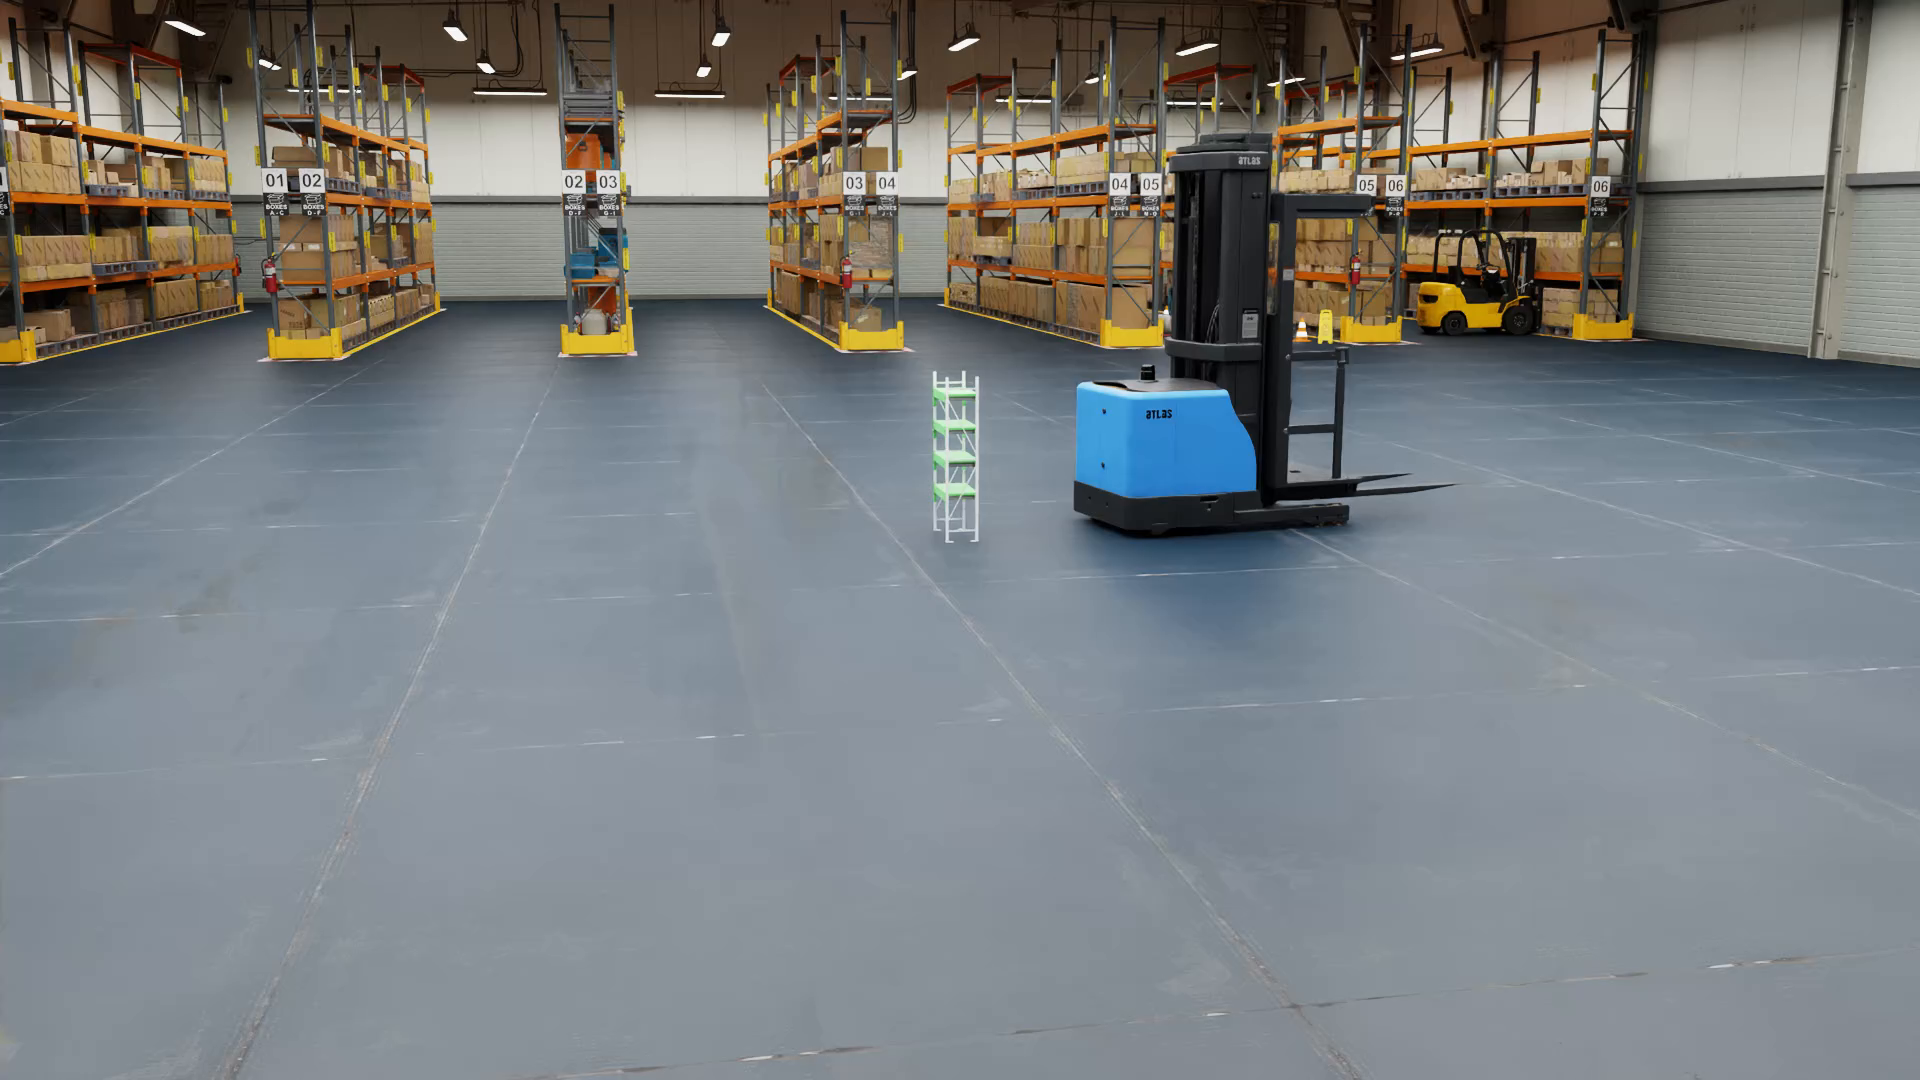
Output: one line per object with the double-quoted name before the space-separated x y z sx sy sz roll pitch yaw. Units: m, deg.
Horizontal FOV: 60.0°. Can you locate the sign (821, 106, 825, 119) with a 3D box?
"sign" -3.431 -10.674 41.500 0.100 0.325 0.005 -2 11 -11

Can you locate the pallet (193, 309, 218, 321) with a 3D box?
"pallet" -18.609 -5.439 40.210 1.003 0.211 1.213 -2 11 -11

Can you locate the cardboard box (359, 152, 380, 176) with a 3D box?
"cardboard box" -12.980 -8.208 36.336 0.500 0.500 0.500 -2 11 -11

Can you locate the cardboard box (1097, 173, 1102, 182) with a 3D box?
"cardboard box" 2.812 -6.869 31.521 0.380 0.149 0.250 -2 11 -11

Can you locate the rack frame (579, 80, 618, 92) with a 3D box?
"rack frame" -9.598 -10.708 44.388 1.000 3.000 0.127 -2 11 -11

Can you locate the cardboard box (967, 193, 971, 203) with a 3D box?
"cardboard box" 0.478 -8.941 43.529 0.500 0.250 0.500 -2 11 -11

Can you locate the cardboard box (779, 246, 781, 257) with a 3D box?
"cardboard box" -4.408 -7.446 42.901 0.500 0.250 0.500 -2 11 -9

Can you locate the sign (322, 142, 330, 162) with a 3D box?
"sign" -10.800 -6.608 28.319 0.100 0.325 0.005 -2 11 -11

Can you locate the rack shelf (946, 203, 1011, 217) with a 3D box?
"rack shelf" 0.535 -8.856 44.605 1.077 0.370 4.000 -2 11 -11

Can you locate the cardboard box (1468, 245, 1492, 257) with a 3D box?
"cardboard box" 11.837 -6.534 37.569 0.500 0.250 0.500 -2 11 -12

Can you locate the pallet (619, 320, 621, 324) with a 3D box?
"pallet" -7.695 -4.557 35.574 1.003 0.211 1.213 -2 11 -11

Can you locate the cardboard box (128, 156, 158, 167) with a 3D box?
"cardboard box" -18.373 -8.507 37.399 0.500 0.250 0.500 -2 11 -13

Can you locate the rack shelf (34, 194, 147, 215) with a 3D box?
"rack shelf" -17.371 -6.687 33.207 1.077 0.370 4.000 -2 11 -11

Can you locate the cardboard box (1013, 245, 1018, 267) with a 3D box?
"cardboard box" 1.524 -6.592 38.543 0.500 0.500 0.500 -2 11 -10

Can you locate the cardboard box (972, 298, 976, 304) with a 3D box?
"cardboard box" 0.513 -6.235 43.431 0.380 0.149 0.250 -2 11 -10

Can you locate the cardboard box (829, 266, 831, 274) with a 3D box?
"cardboard box" -2.391 -5.338 32.891 0.380 0.149 0.250 -2 11 -11

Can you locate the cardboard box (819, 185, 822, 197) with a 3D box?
"cardboard box" -2.569 -7.048 33.583 0.500 0.250 0.500 -3 11 -13

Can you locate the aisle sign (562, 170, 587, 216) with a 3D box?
"aisle sign" -6.763 -6.079 29.162 0.394 0.787 0.004 -2 11 -11

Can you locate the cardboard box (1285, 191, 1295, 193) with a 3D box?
"cardboard box" 7.129 -7.334 35.358 0.380 0.149 0.250 -2 11 -11

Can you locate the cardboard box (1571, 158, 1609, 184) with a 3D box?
"cardboard box" 12.636 -7.398 33.365 0.500 0.500 0.500 -2 11 -9

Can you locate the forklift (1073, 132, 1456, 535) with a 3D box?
"forklift" 2.461 -1.626 12.903 3.031 2.935 1.130 -4 12 -21

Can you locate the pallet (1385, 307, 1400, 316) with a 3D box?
"pallet" 11.298 -5.784 42.019 1.003 0.211 1.213 -2 11 -11

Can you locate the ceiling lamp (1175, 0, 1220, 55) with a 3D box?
"ceiling lamp" 5.199 -11.811 34.572 0.800 3.185 2.000 -2 11 -11

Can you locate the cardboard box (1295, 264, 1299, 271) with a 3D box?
"cardboard box" 7.258 -5.769 35.156 0.380 0.149 0.250 -2 11 -9

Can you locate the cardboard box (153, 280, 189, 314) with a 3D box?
"cardboard box" -18.108 -5.540 37.906 0.750 0.750 0.750 -2 11 -9

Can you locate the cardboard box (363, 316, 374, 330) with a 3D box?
"cardboard box" -11.959 -4.319 33.097 0.500 0.250 0.500 -2 11 -12

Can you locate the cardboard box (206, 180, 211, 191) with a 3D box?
"cardboard box" -18.605 -8.646 40.590 0.500 0.250 0.500 -2 11 -13

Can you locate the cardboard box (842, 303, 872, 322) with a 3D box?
"cardboard box" -2.050 -4.428 33.000 0.500 0.500 0.500 -3 11 -16

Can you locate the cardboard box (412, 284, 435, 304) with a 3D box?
"cardboard box" -14.110 -6.479 43.722 0.500 0.500 0.500 -2 11 -11

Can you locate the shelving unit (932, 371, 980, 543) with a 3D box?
"shelving unit" -0.032 -0.620 12.244 0.258 1.200 0.503 -2 11 -11

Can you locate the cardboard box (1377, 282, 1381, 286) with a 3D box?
"cardboard box" 10.914 -6.588 42.616 0.380 0.149 0.250 -2 11 -12

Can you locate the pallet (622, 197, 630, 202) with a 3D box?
"pallet" -8.571 -8.268 40.095 1.213 0.211 1.003 -2 11 -11

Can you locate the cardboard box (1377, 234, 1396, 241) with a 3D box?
"cardboard box" 10.907 -7.565 42.521 0.797 0.503 0.637 -2 11 -12

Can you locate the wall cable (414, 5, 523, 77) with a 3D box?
"wall cable" -14.376 -14.799 48.515 3.097 2.526 0.112 -2 11 -11

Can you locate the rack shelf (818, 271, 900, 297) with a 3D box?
"rack shelf" -2.016 -5.020 32.472 1.077 0.370 4.000 -2 11 -11

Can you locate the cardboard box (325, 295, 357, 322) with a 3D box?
"cardboard box" -11.632 -4.344 31.220 0.500 0.500 0.500 -2 11 -11

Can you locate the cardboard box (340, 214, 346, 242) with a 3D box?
"cardboard box" -11.834 -5.801 30.917 0.700 0.500 0.500 -2 11 -11

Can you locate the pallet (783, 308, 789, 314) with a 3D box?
"pallet" -4.032 -5.980 43.049 1.003 0.211 1.213 -2 11 -11

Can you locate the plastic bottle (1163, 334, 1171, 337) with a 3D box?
"plastic bottle" 4.226 -4.180 33.994 0.283 0.061 0.133 -6 13 -31

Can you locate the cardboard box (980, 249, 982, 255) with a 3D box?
"cardboard box" 0.701 -7.220 41.658 0.380 0.149 0.250 -2 11 -10

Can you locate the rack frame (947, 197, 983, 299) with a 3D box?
"rack frame" 0.146 -8.103 46.746 1.000 3.000 0.127 -2 11 -11

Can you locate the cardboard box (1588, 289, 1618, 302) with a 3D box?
"cardboard box" 13.054 -4.990 33.947 0.500 0.250 0.500 -2 11 -12

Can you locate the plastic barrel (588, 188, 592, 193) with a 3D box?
"plastic barrel" -7.576 -7.365 33.507 0.600 0.901 0.708 -2 11 -11

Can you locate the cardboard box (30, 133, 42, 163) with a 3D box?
"cardboard box" -16.199 -6.757 28.656 0.500 0.500 0.500 -2 11 -9

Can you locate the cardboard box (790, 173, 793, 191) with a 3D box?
"cardboard box" -3.839 -8.830 41.155 0.700 0.500 0.500 -2 11 -10

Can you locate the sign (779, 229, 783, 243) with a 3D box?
"sign" -4.505 -7.651 41.845 0.100 0.325 0.005 -2 11 -11

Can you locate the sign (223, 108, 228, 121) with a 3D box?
"sign" -18.780 -10.863 42.490 0.100 0.325 0.005 -2 11 -11

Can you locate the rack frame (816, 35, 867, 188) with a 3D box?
"rack frame" -2.405 -8.687 33.771 1.000 3.000 0.127 -2 11 -11

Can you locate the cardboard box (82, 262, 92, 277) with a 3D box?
"cardboard box" -16.592 -5.060 31.107 0.500 0.250 0.500 -2 11 -11

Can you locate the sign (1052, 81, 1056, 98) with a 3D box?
"sign" 1.950 -9.325 34.412 0.100 0.325 0.005 -2 11 -11

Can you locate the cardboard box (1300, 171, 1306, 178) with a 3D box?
"cardboard box" 7.301 -7.584 34.539 0.380 0.149 0.250 -2 11 -13

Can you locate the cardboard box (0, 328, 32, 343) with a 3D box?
"cardboard box" -16.250 -3.491 28.533 0.500 0.311 0.500 -3 11 -17

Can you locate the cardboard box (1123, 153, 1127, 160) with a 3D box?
"cardboard box" 3.359 -7.378 32.062 0.380 0.149 0.250 -2 11 -10

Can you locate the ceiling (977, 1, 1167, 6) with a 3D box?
"ceiling" 4.015 -16.148 48.902 6.000 0.001 6.000 -2 11 -11
